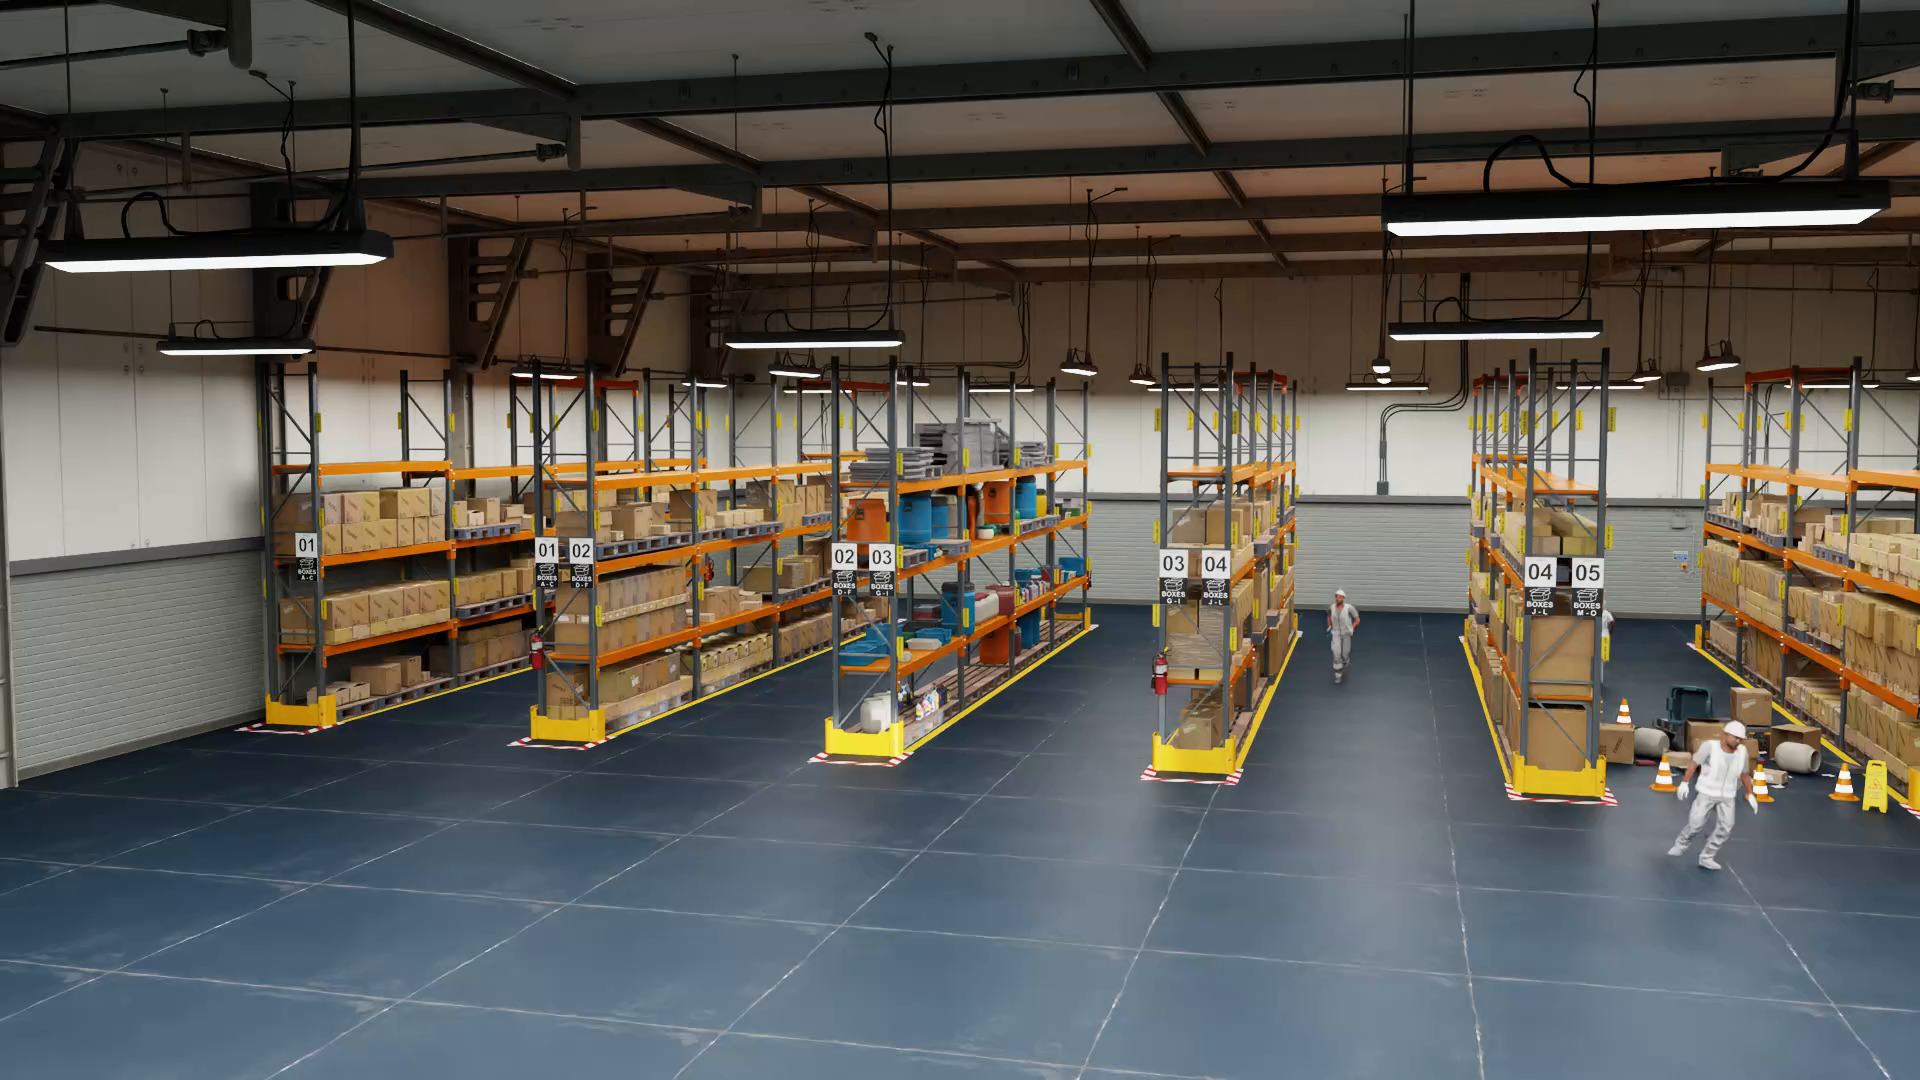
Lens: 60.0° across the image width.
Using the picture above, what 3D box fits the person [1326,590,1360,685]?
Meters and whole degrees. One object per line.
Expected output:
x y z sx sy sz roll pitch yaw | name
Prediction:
7.412 1.857 32.175 0.648 1.802 0.822 2 4 22 | person

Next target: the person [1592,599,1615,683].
12.291 1.936 32.004 0.520 1.685 0.750 0 4 4 | person

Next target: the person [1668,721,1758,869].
8.437 2.833 18.607 0.829 1.697 0.694 0 4 0 | person
